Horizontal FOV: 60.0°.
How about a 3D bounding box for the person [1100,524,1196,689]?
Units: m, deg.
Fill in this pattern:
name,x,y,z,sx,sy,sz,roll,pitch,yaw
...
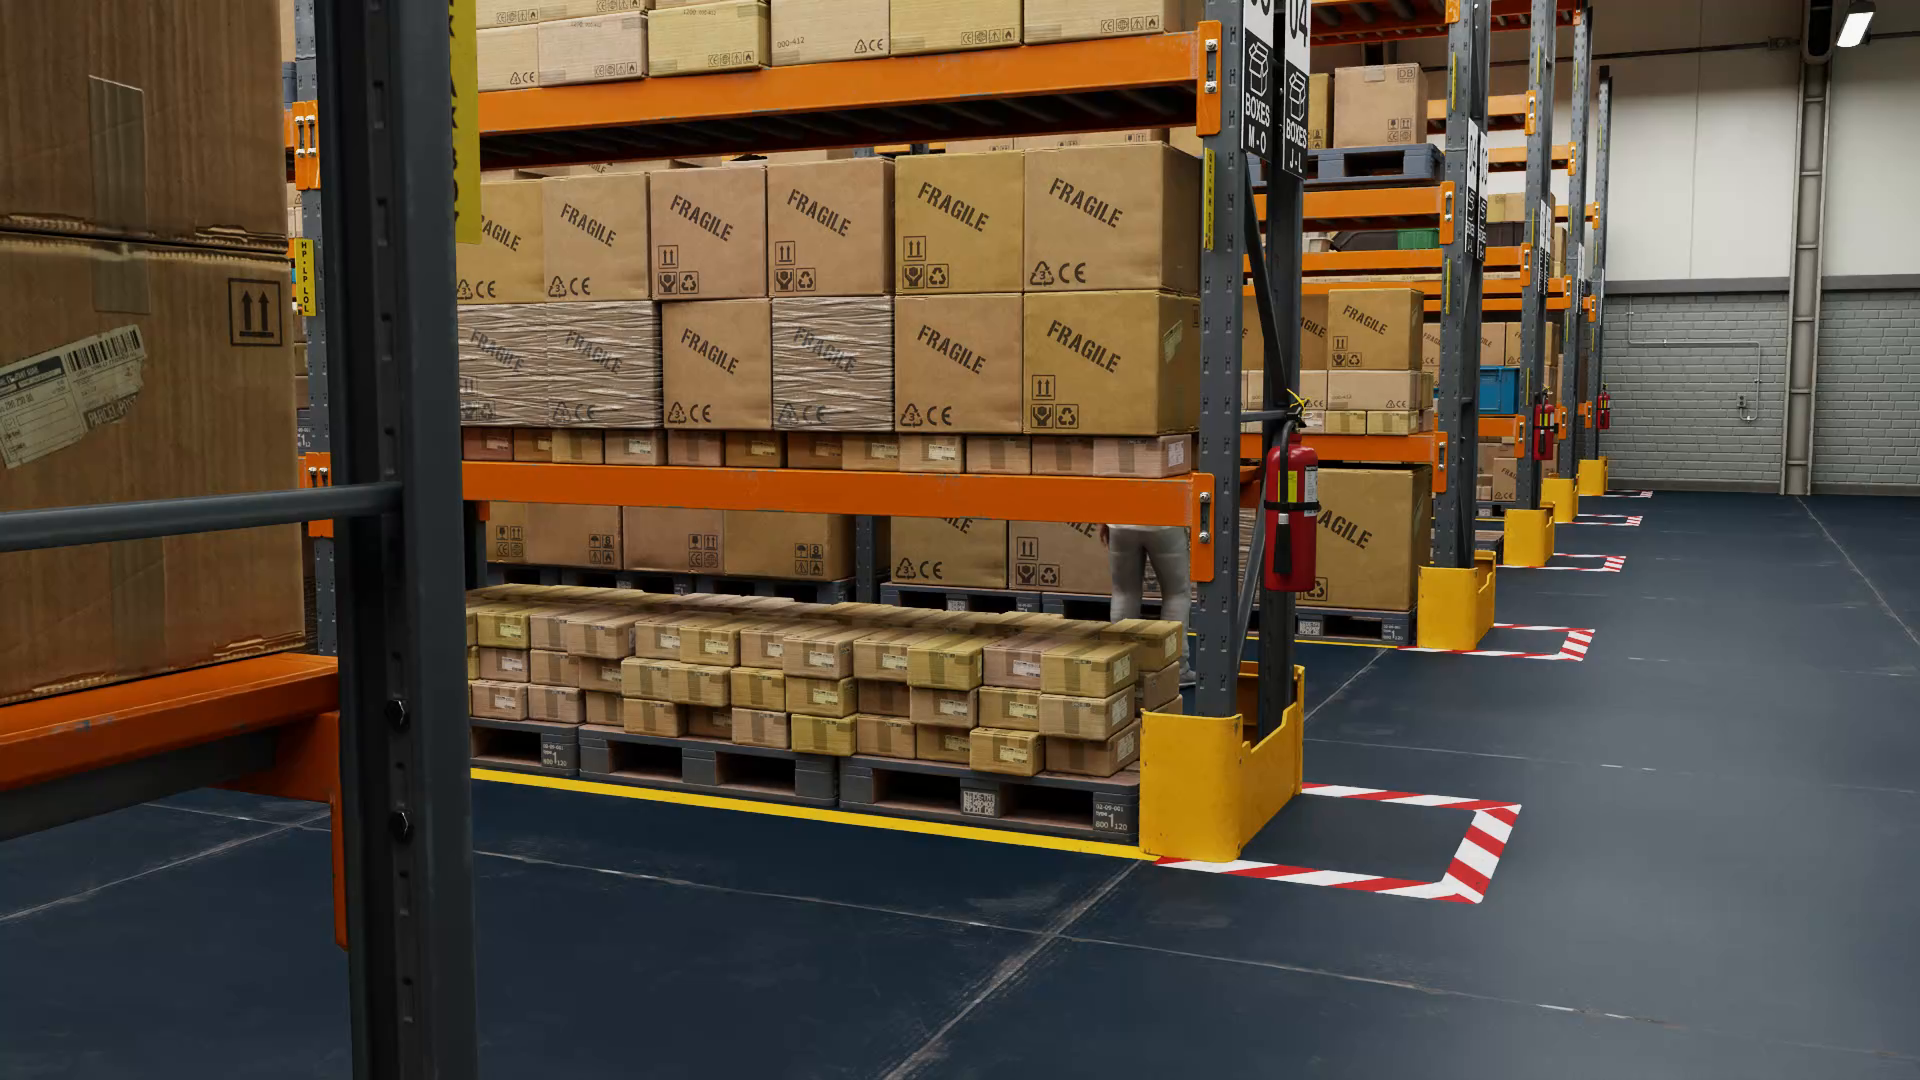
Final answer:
name,x,y,z,sx,sy,sz,roll,pitch,yaw
person,1.006,-0.088,8.896,0.584,1.748,0.433,2,6,24
